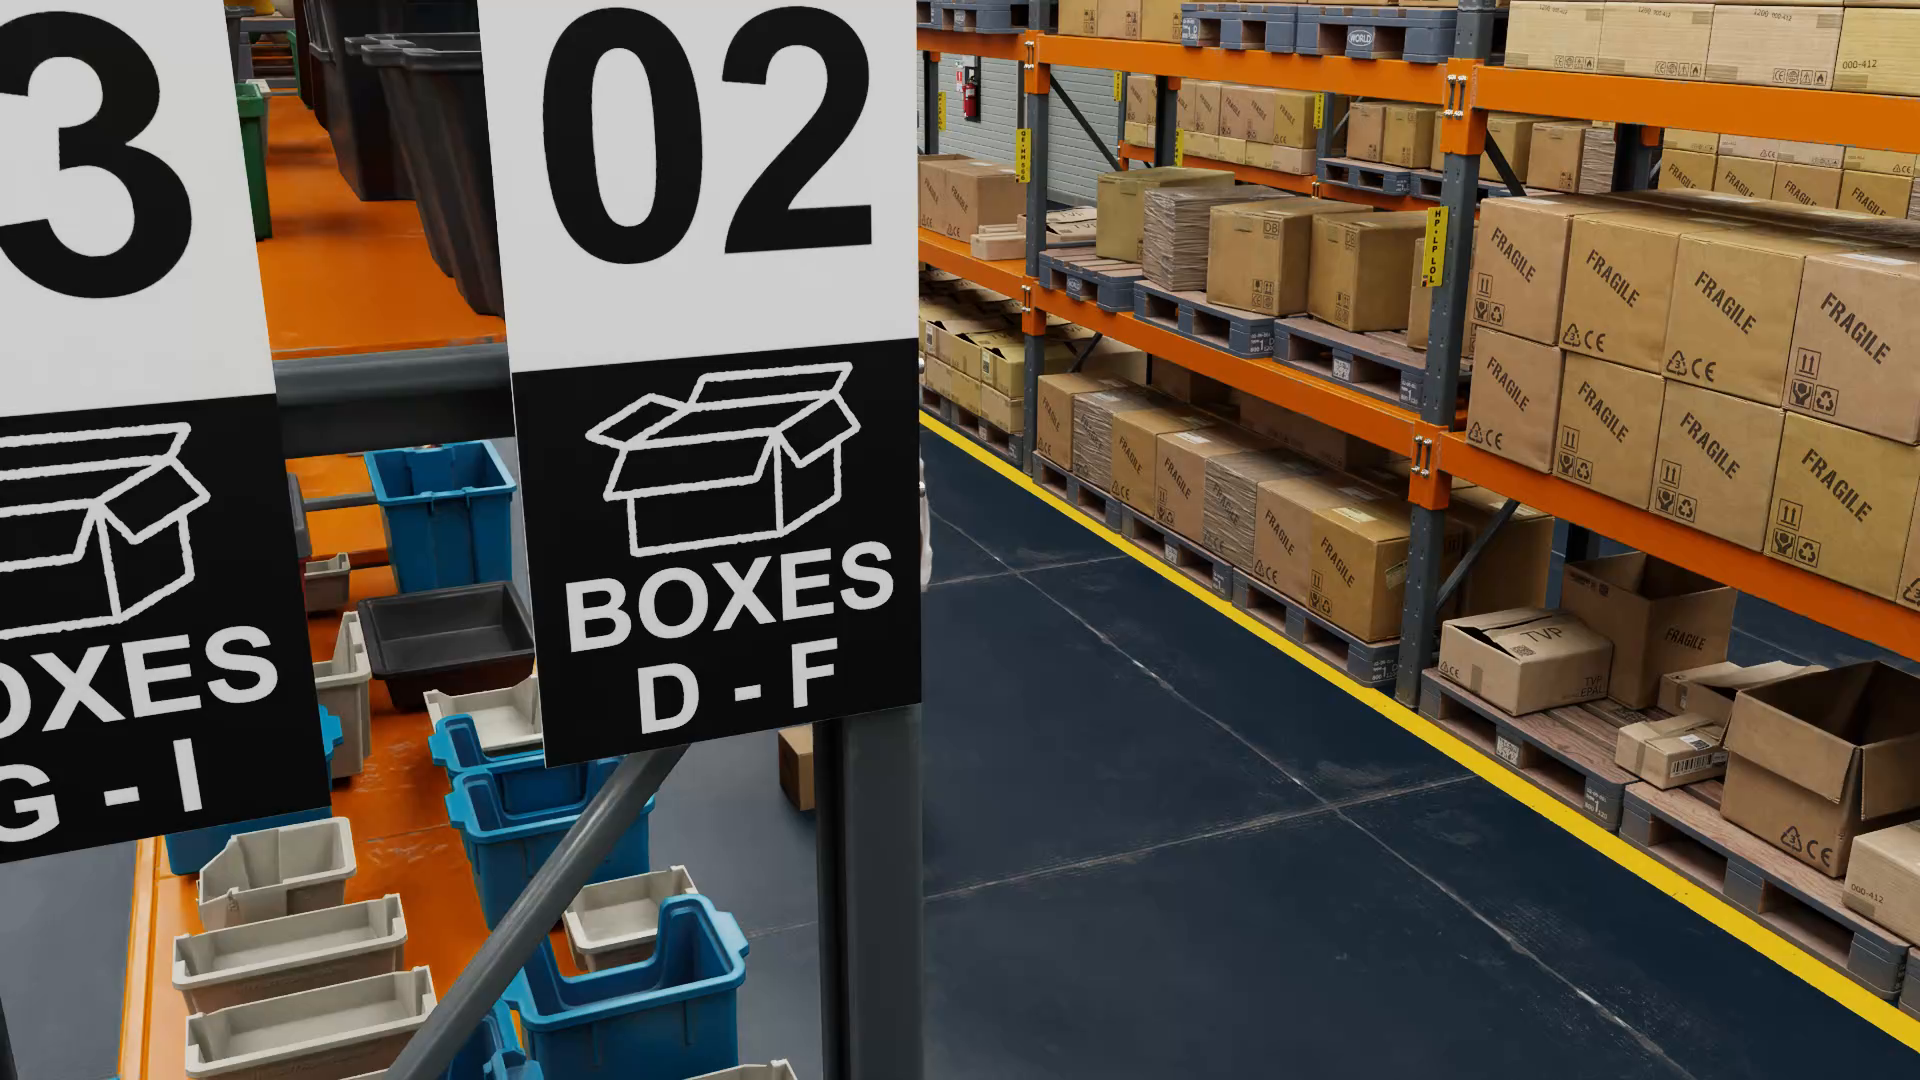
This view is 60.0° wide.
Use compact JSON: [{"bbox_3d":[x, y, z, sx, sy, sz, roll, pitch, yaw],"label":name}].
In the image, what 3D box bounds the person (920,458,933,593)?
[{"bbox_3d":[-0.360,0.162,6.557,0.460,1.759,0.629,-9,21,-25],"label":"person"}]
